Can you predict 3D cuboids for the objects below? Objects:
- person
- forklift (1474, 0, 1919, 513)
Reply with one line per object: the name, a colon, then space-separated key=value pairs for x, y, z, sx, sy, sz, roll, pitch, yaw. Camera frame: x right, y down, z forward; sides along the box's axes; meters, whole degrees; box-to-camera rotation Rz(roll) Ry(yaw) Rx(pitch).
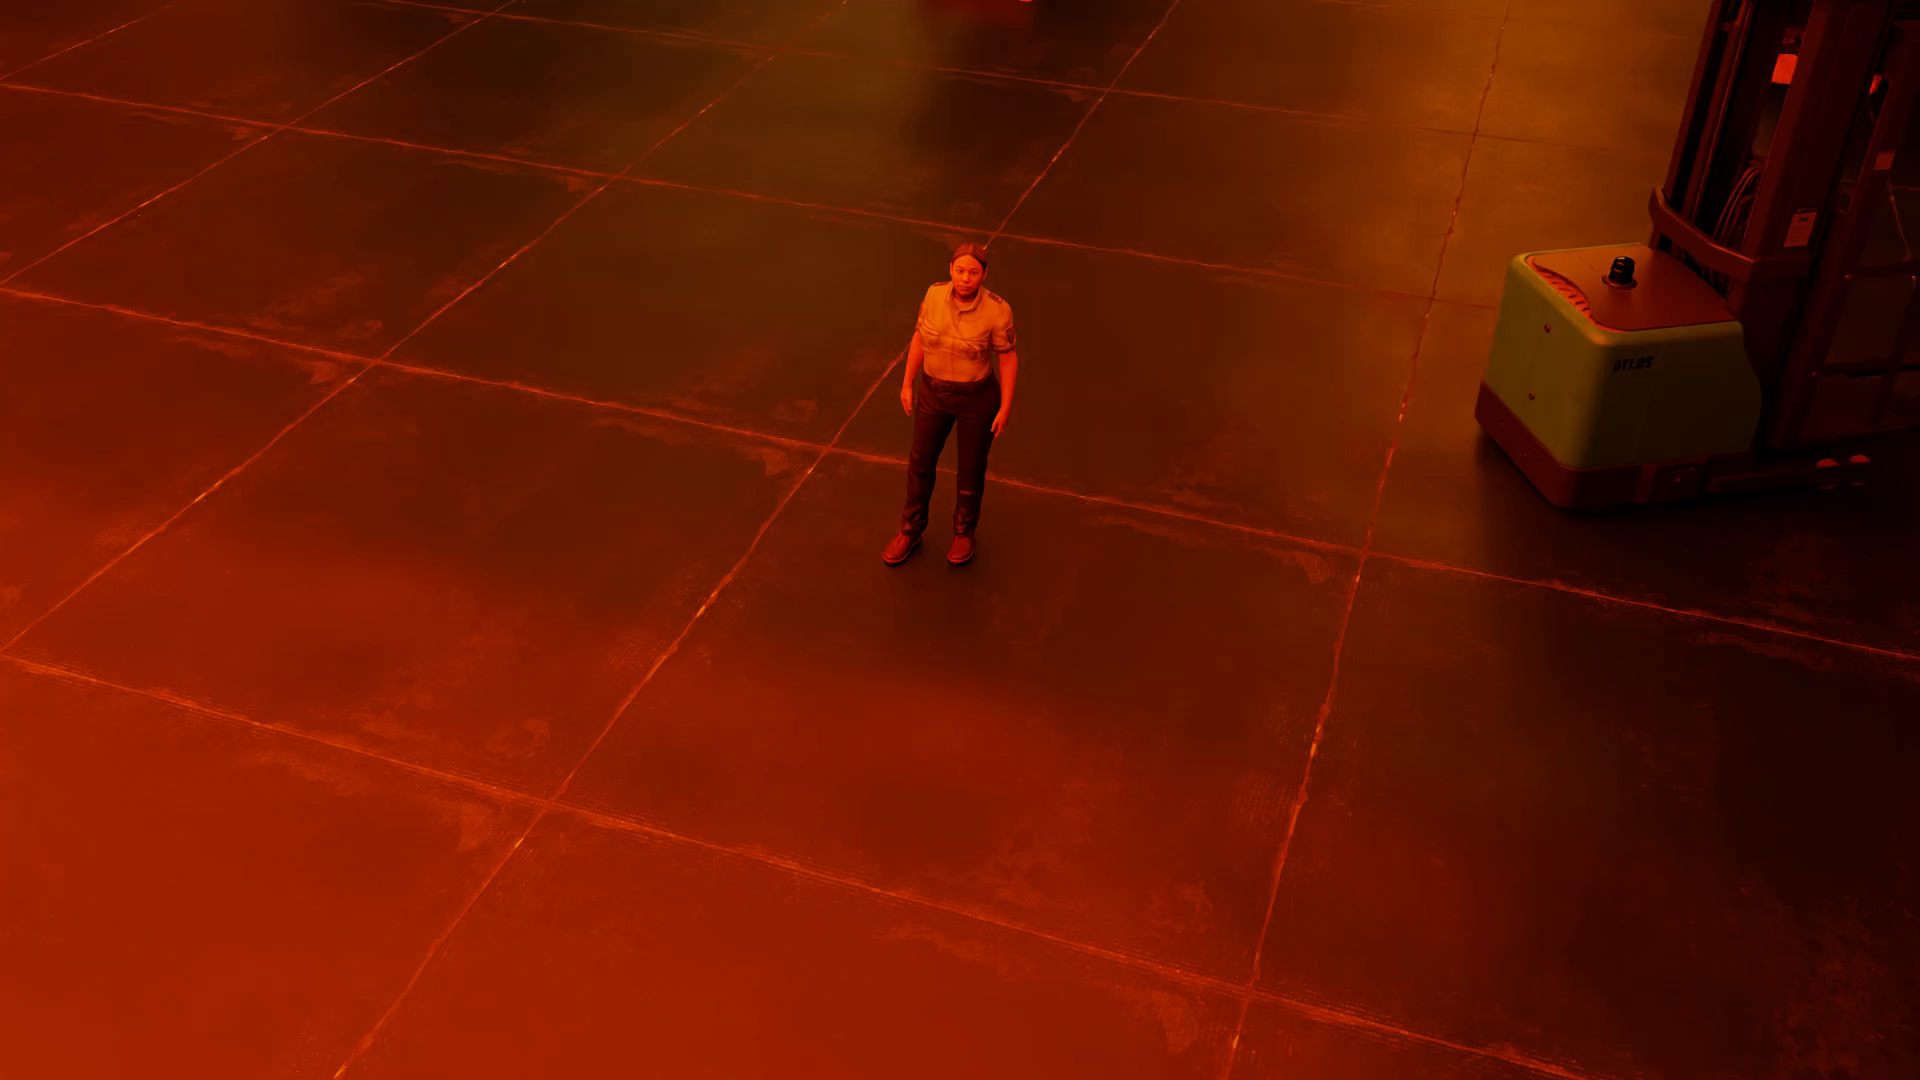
person: x=-0.051 y=-0.634 z=8.102 sx=0.599 sy=1.650 sz=0.503 roll=12 pitch=37 yaw=16
forklift: x=4.513 y=-1.763 z=8.598 sx=3.031 sy=2.935 sz=1.130 roll=-7 pitch=36 yaw=-9
